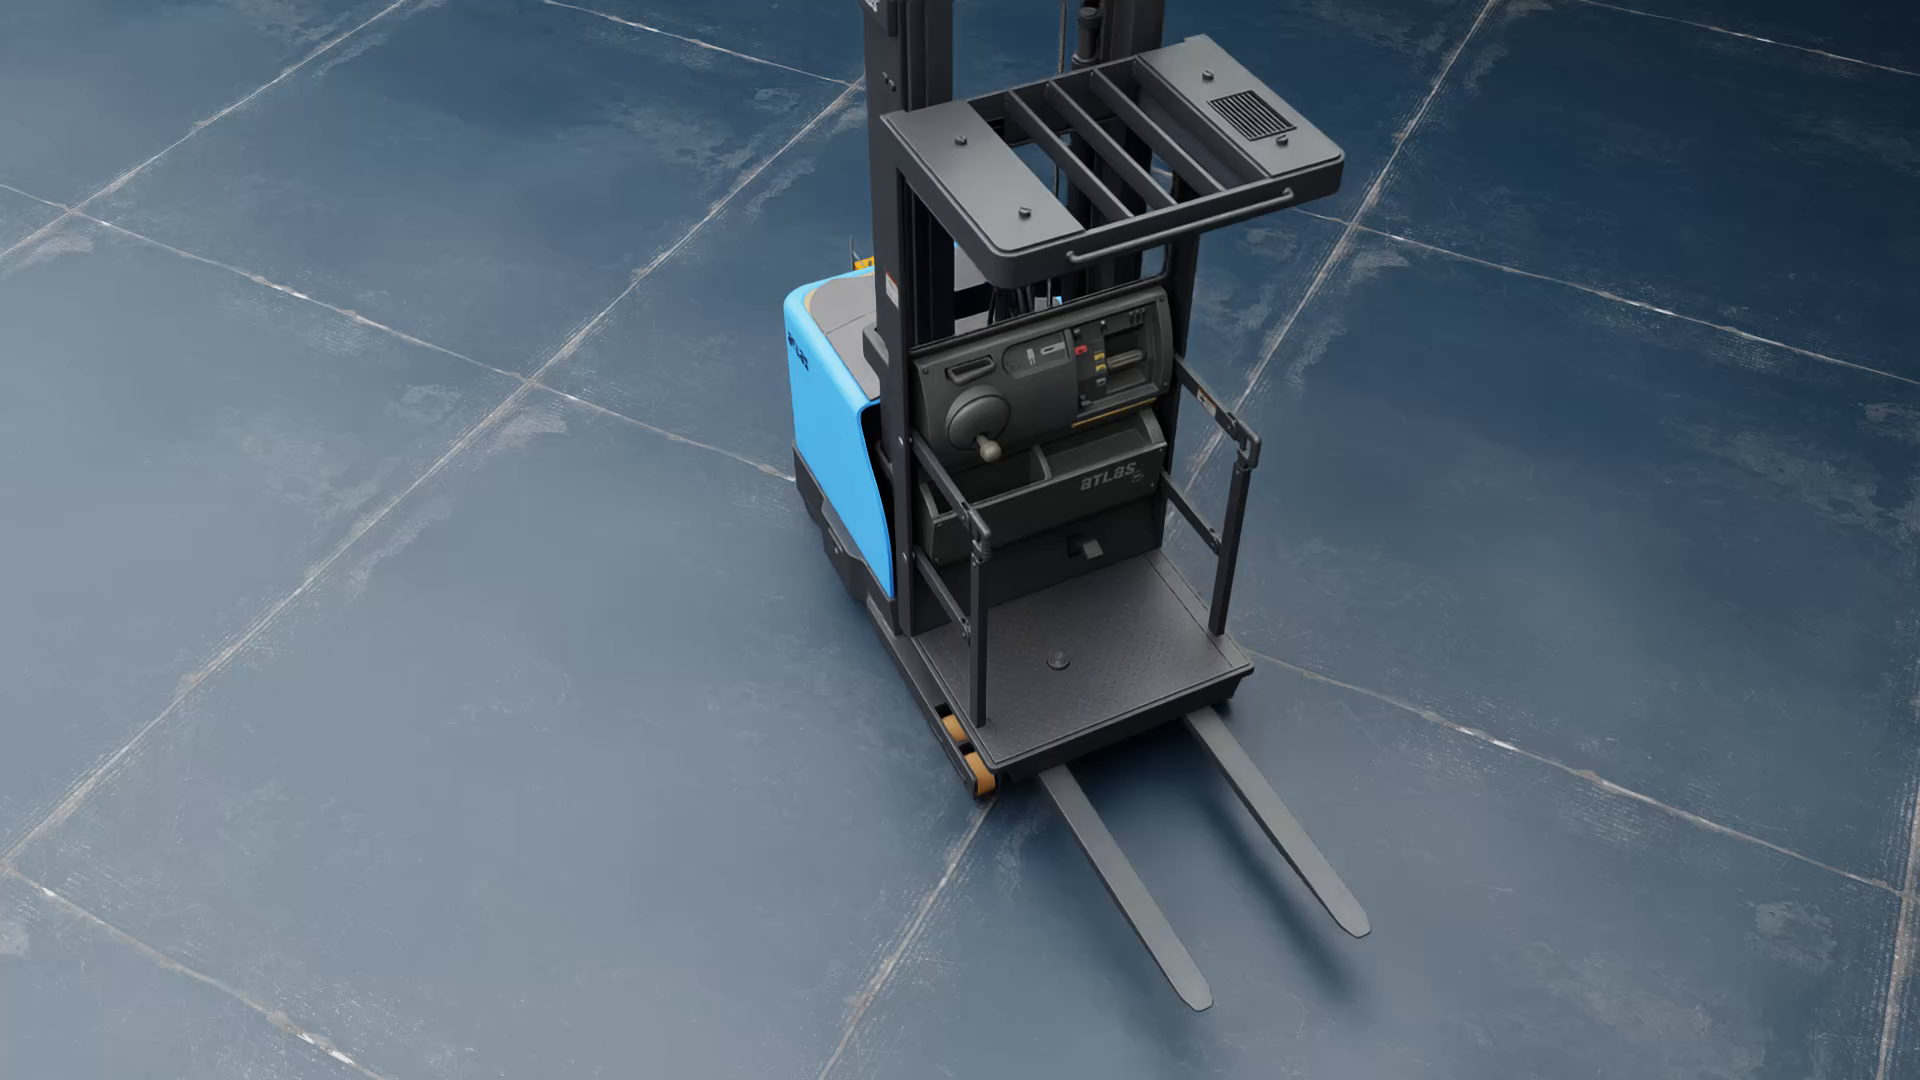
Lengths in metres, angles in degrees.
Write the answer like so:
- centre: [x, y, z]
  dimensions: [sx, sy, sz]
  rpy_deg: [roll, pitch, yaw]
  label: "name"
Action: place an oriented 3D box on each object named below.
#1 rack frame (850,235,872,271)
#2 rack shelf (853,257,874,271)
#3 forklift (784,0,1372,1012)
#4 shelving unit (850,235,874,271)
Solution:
- centre: [-0.402, -0.812, 7.095]
  dimensions: [0.008, 1.050, 0.200]
  rpy_deg: [-20, 49, -18]
  label: "rack frame"
- centre: [-0.293, -1.043, 6.939]
  dimensions: [0.240, 0.259, 0.215]
  rpy_deg: [-20, 49, -18]
  label: "rack shelf"
- centre: [0.391, -0.456, 5.420]
  dimensions: [1.130, 2.935, 3.031]
  rpy_deg: [-19, 48, -18]
  label: "forklift"
- centre: [-0.293, -0.851, 7.133]
  dimensions: [0.252, 1.050, 0.215]
  rpy_deg: [-20, 49, -18]
  label: "shelving unit"
